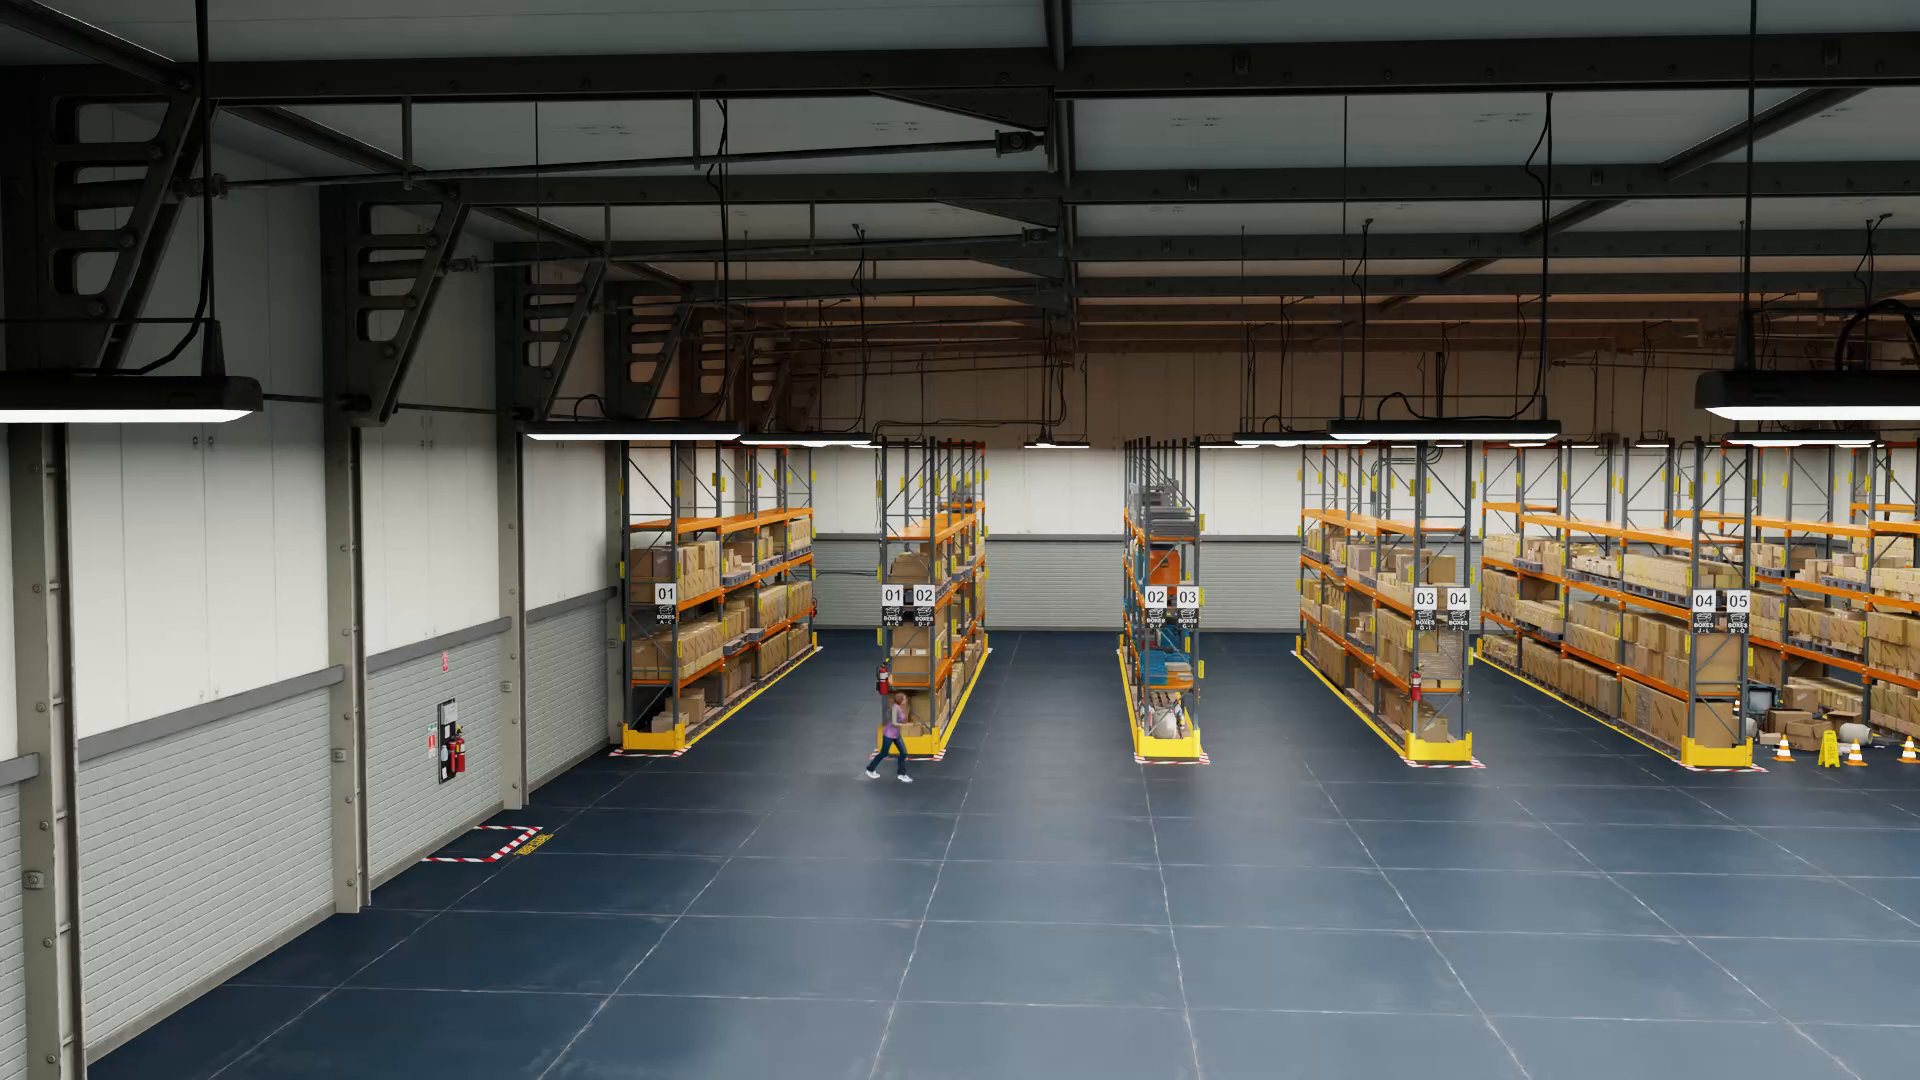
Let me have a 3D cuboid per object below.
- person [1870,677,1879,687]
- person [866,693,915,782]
[{"bbox_3d":[22.221,2.777,39.995,0.602,1.639,0.847,-1,3,-10],"label":"person"},{"bbox_3d":[-1.192,3.400,28.715,0.905,1.566,0.533,1,3,21],"label":"person"}]
